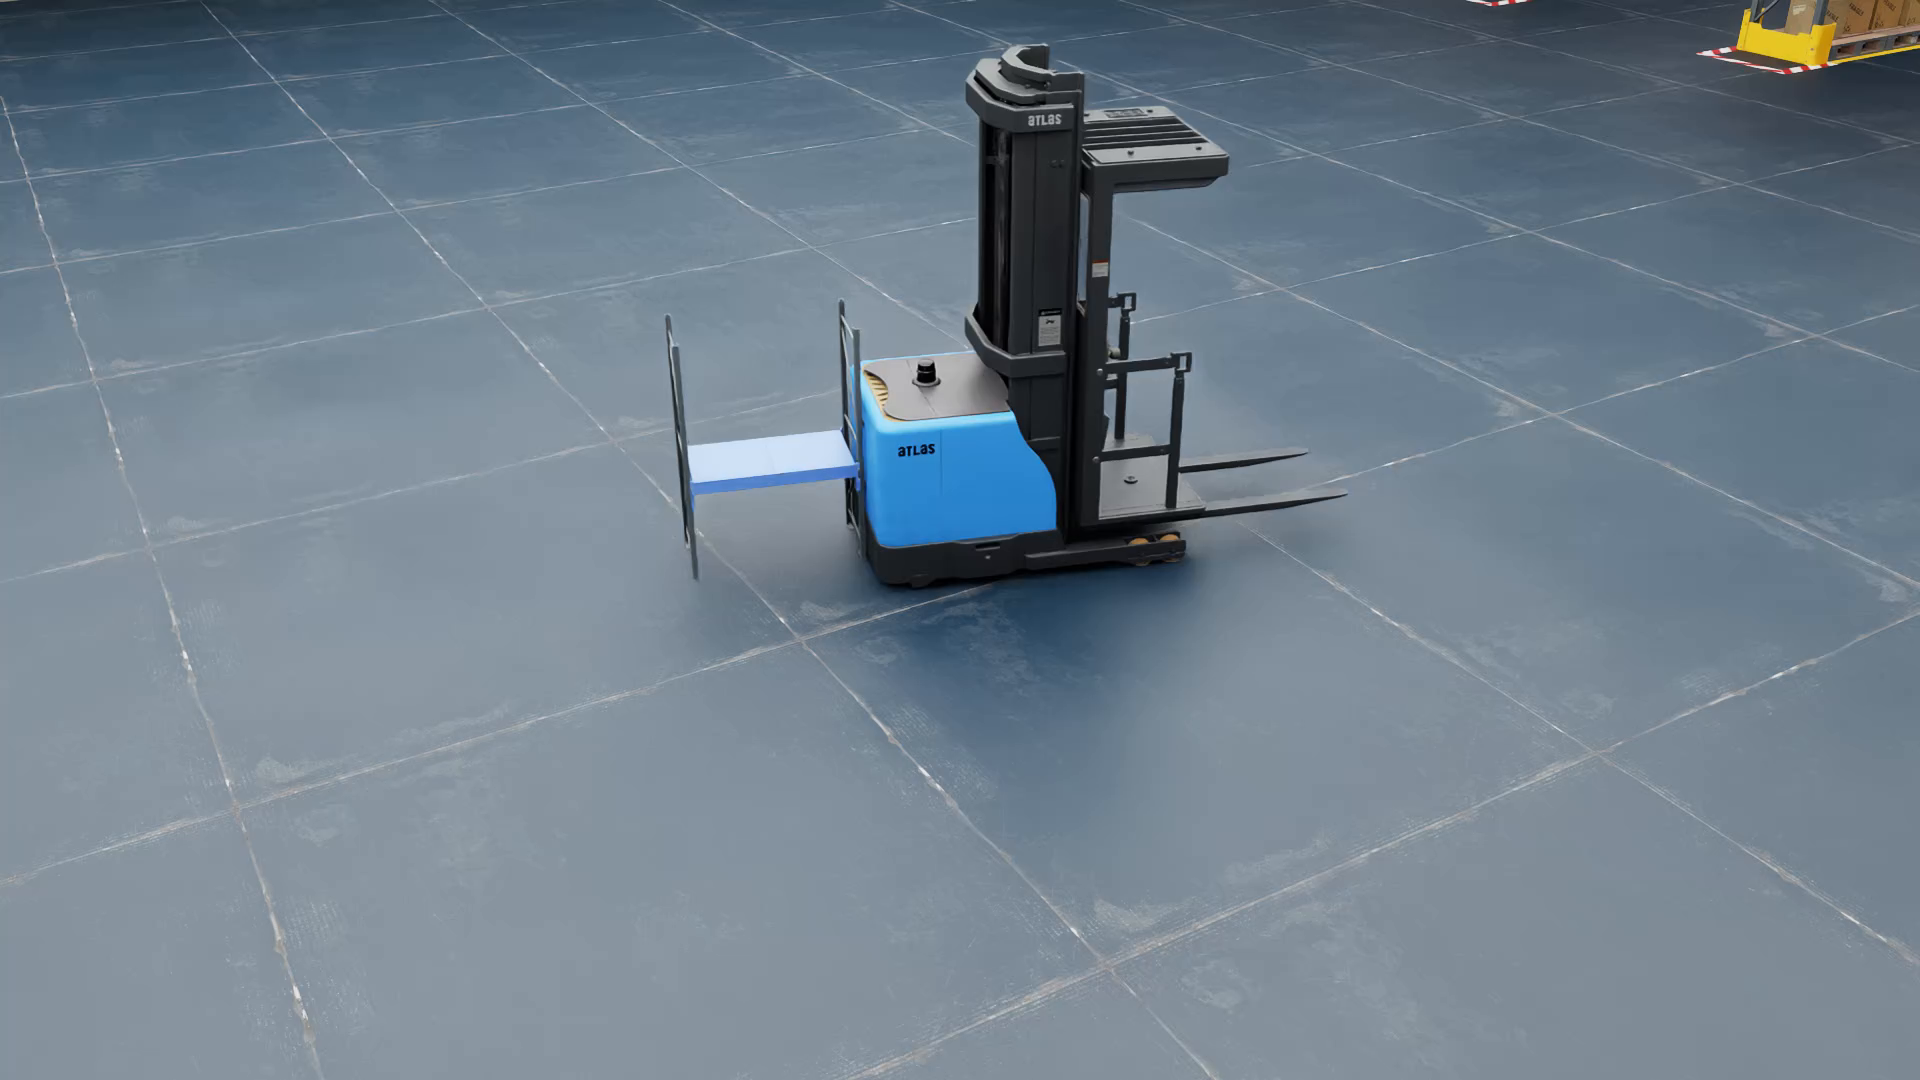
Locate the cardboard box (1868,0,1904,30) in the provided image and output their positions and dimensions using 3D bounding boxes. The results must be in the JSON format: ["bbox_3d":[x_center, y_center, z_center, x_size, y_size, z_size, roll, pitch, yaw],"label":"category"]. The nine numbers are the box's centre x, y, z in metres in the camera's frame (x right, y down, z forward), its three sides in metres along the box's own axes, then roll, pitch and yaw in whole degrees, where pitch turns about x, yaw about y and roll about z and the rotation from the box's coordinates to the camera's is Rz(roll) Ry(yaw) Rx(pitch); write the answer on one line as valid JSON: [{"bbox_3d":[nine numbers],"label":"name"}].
[{"bbox_3d":[12.346,-7.217,22.474,0.500,0.500,0.500,-13,31,-22],"label":"cardboard box"}]

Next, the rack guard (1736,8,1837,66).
[{"bbox_3d":[10.817,-6.600,21.790,0.348,0.500,1.175,-16,33,-26],"label":"rack guard"}]

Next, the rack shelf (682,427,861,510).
[{"bbox_3d":[-1.139,-0.434,9.955,1.000,0.185,0.538,-7,30,-12],"label":"rack shelf"}]

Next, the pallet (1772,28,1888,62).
[{"bbox_3d":[11.535,-6.658,22.193,1.213,0.211,1.003,-16,33,-26],"label":"pallet"}]

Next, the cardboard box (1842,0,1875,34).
[{"bbox_3d":[11.796,-7.072,22.210,0.500,0.500,0.500,-8,30,-13],"label":"cardboard box"}]

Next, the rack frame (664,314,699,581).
[{"bbox_3d":[-1.631,-0.531,9.759,0.032,1.500,0.500,-7,30,-12],"label":"rack frame"}]

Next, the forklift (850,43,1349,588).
[{"bbox_3d":[0.889,-1.367,9.792,3.031,2.935,1.130,-7,30,-12],"label":"forklift"}]

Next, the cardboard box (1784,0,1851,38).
[{"bbox_3d":[11.298,-6.911,21.919,0.500,0.500,0.500,-10,30,-17],"label":"cardboard box"}]

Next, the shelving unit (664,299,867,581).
[{"bbox_3d":[-1.139,-0.592,9.868,1.048,1.500,0.538,-7,30,-12],"label":"shelving unit"}]

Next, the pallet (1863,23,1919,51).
[{"bbox_3d":[12.586,-6.954,22.731,1.213,0.211,1.003,-16,33,-26],"label":"pallet"}]

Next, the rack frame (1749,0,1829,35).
[{"bbox_3d":[10.751,-7.676,21.152,0.127,3.000,1.000,-16,33,-26],"label":"rack frame"}]

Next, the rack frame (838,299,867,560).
[{"bbox_3d":[-0.646,-0.652,9.978,0.032,1.500,0.500,-7,30,-12],"label":"rack frame"}]

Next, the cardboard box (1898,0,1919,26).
[{"bbox_3d":[12.849,-7.335,22.687,0.500,0.500,0.500,-19,34,-31],"label":"cardboard box"}]
